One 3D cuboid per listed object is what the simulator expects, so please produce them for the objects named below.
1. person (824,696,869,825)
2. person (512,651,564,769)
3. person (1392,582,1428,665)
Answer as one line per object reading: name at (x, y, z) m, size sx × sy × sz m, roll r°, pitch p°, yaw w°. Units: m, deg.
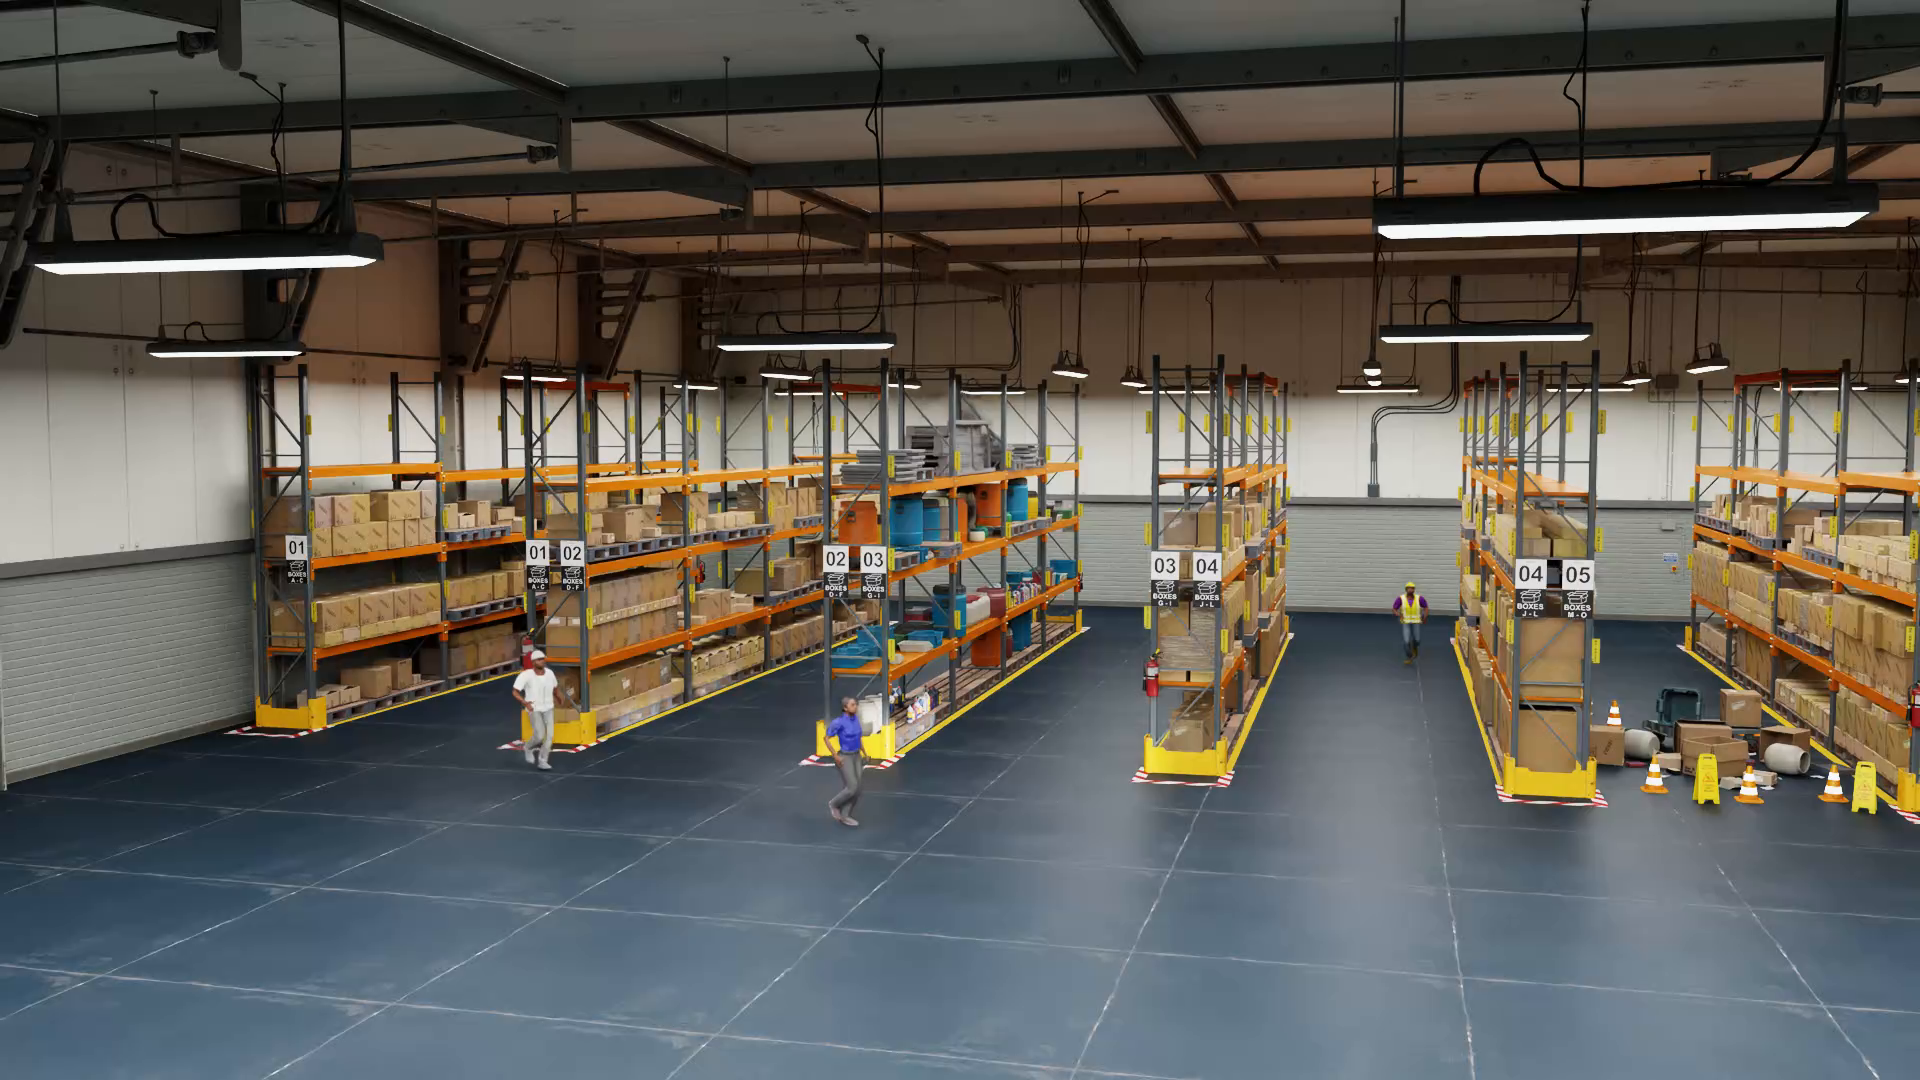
person at (-1.393, 2.807, 20.797) m, size 0.493 × 1.535 × 0.580 m, roll 3°, pitch 5°, yaw 37°
person at (-6.147, 2.469, 24.254) m, size 0.731 × 1.728 × 0.598 m, roll -4°, pitch 5°, yaw -43°
person at (9.429, 1.744, 34.817) m, size 0.758 × 1.729 × 0.573 m, roll 1°, pitch 4°, yaw 9°
